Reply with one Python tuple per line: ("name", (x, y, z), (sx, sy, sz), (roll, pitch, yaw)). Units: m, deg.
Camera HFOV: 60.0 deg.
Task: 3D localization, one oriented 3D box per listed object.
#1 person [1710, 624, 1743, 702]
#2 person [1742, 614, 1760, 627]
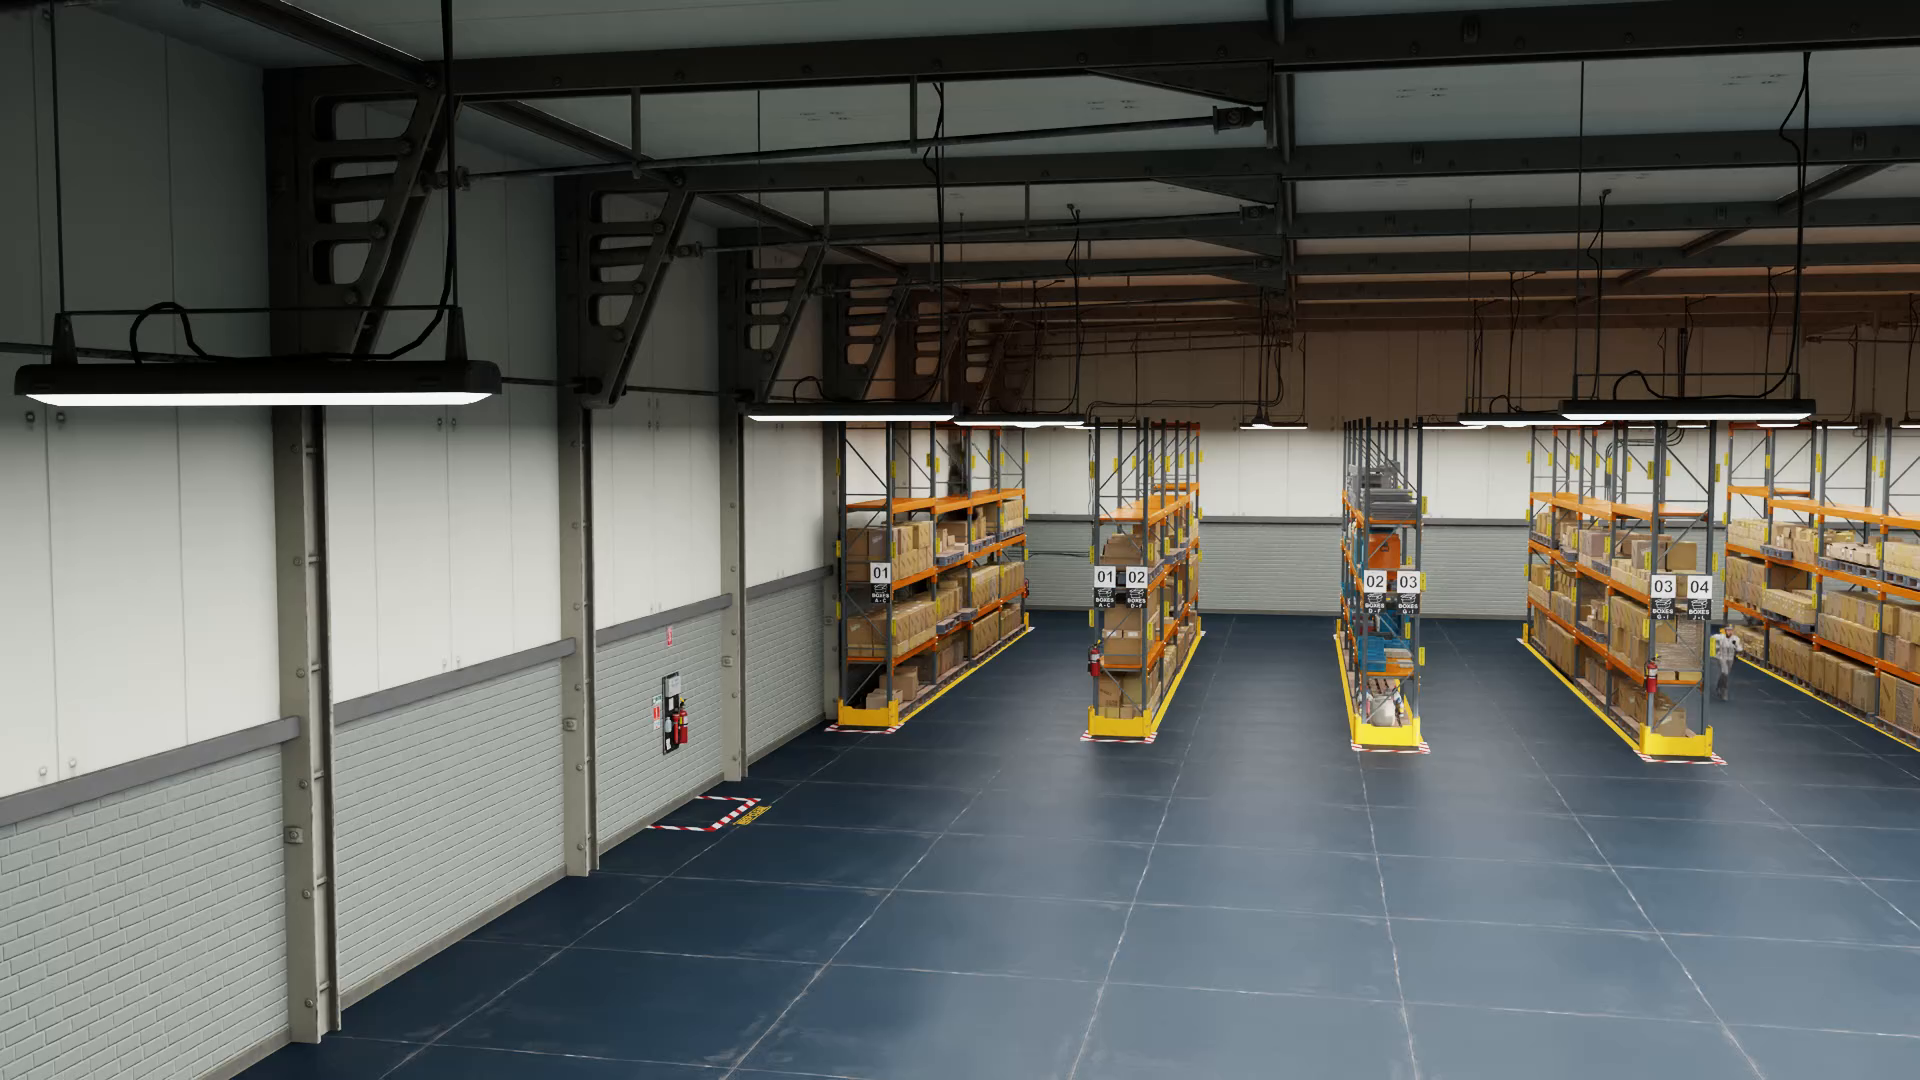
("person", (16.368, 2.592, 35.588), (0.604, 1.668, 0.898), (0, 4, 4))
("person", (21.544, 1.978, 45.214), (0.660, 1.609, 0.553), (-1, 4, -10))
